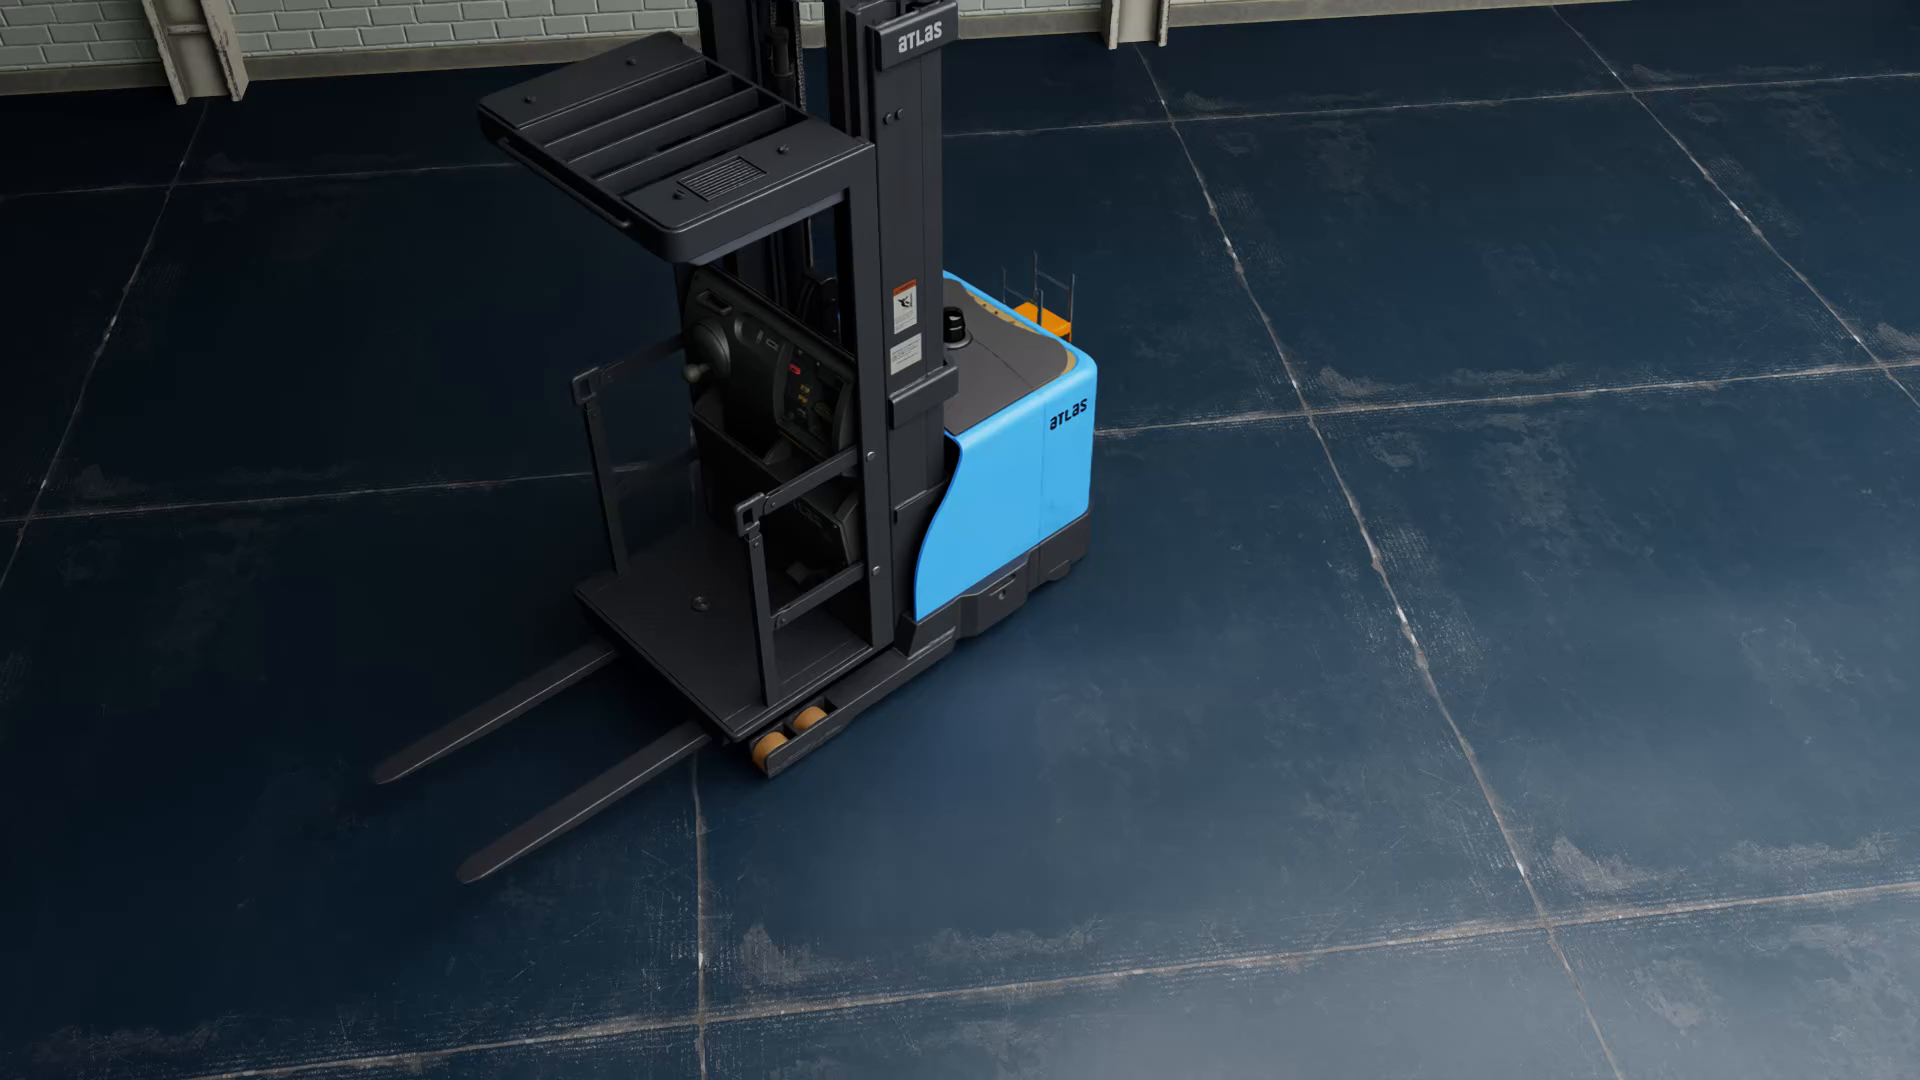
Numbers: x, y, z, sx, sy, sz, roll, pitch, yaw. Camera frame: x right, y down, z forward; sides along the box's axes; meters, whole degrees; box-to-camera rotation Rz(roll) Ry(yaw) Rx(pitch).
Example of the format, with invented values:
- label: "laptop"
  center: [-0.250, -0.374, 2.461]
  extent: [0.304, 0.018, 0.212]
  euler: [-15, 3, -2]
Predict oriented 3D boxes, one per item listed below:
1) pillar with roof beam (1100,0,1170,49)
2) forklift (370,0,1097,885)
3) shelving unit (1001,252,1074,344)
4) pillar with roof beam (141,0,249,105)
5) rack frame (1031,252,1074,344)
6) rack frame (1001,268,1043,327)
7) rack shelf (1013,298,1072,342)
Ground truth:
- label: "pillar with roof beam"
  center: [1.725, -3.878, 5.045]
  extent: [0.400, 9.000, 9.100]
  euler: [-5, 42, -6]
- label: "forklift"
  center: [-0.854, -0.575, 5.914]
  extent: [3.031, 2.935, 1.130]
  euler: [-32, 51, -30]
- label: "shelving unit"
  center: [0.323, -0.671, 7.313]
  extent: [0.189, 1.200, 0.258]
  euler: [-32, 51, -30]
- label: "pillar with roof beam"
  center: [-4.225, -3.357, 4.468]
  extent: [0.400, 9.000, 9.100]
  euler: [-5, 42, -6]
- label: "rack frame"
  center: [0.390, -0.713, 7.359]
  extent: [0.006, 1.200, 0.240]
  euler: [-32, 51, -30]
- label: "rack frame"
  center: [0.256, -0.629, 7.267]
  extent: [0.006, 1.200, 0.240]
  euler: [-32, 51, -30]
- label: "rack shelf"
  center: [0.323, -0.905, 7.102]
  extent: [0.180, 0.103, 0.258]
  euler: [-32, 51, -30]
